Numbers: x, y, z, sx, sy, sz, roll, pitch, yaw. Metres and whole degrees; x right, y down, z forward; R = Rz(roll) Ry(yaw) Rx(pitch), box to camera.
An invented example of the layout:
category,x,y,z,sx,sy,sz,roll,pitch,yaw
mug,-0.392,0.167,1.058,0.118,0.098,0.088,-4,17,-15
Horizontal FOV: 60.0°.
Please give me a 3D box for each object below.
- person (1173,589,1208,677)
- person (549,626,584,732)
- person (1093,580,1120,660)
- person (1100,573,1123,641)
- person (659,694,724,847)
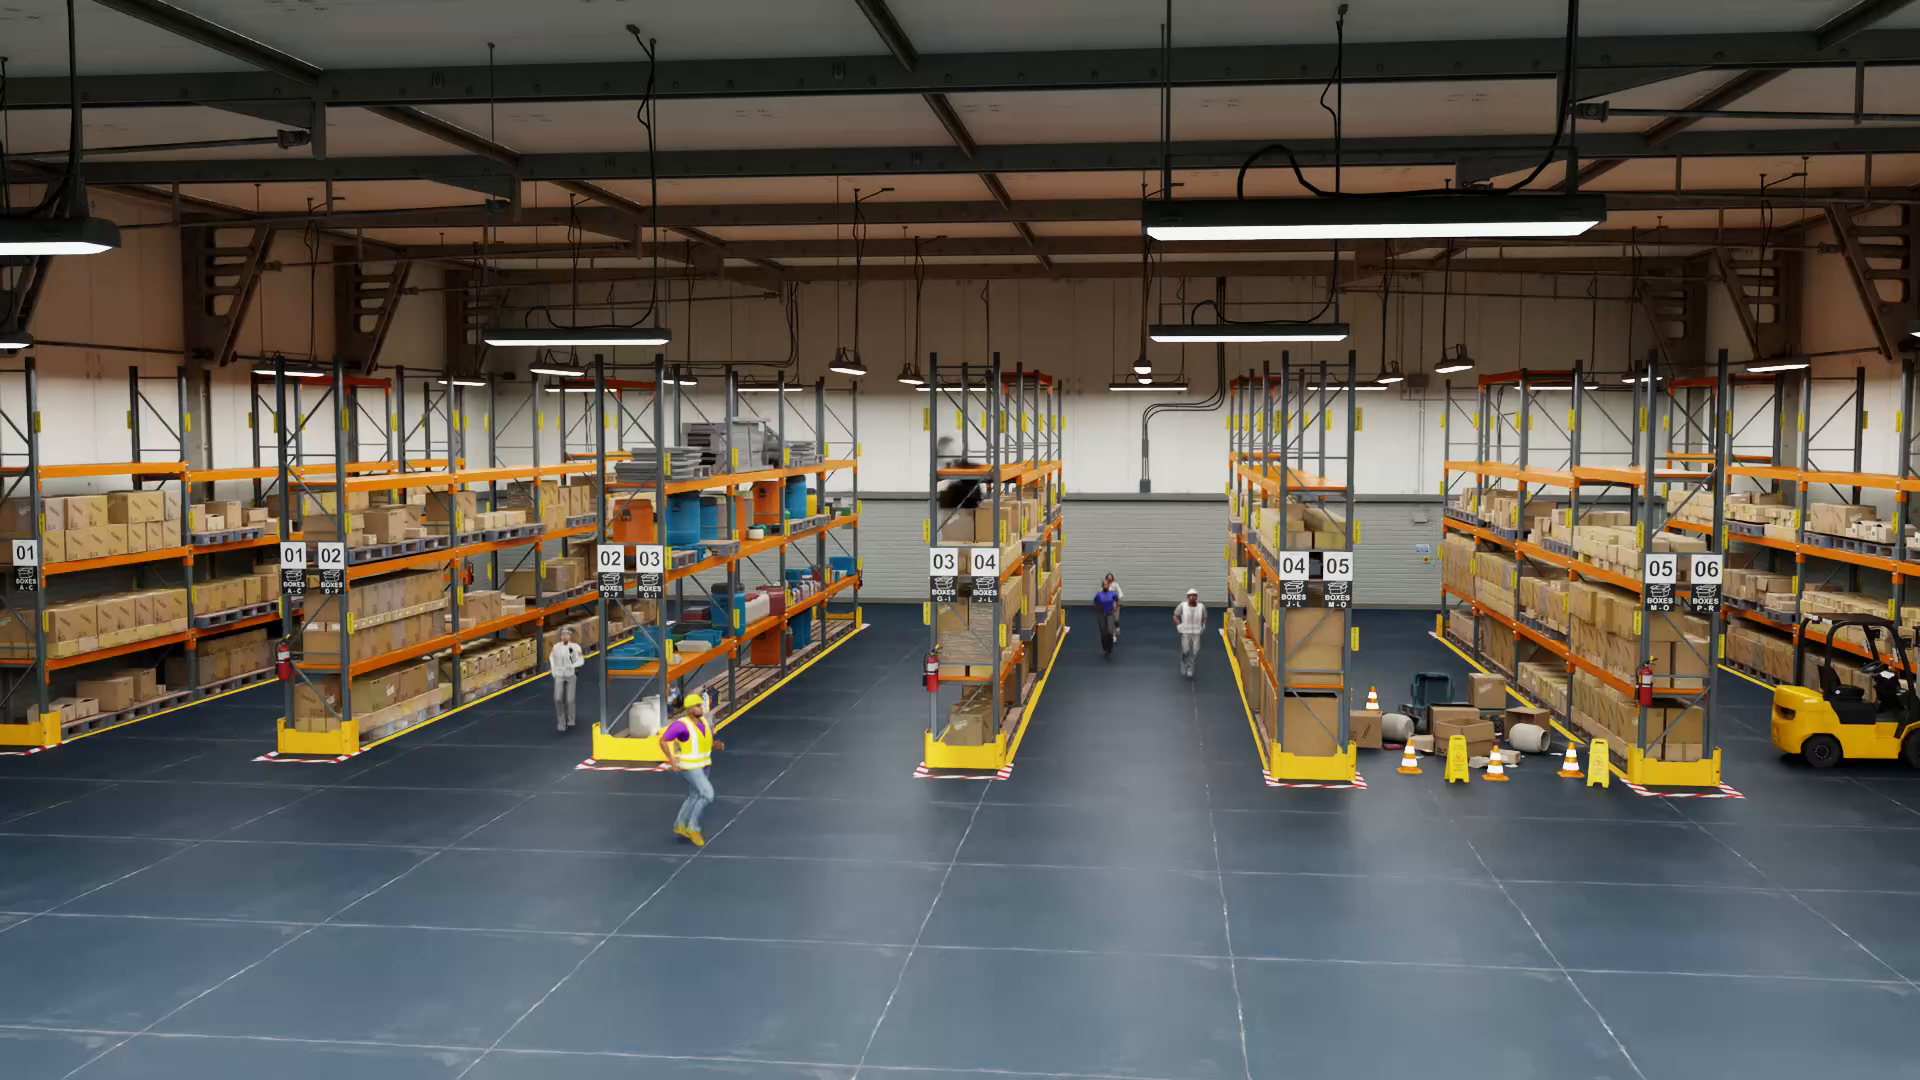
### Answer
category,x,y,z,sx,sy,sz,roll,pitch,yaw
person,4.529,1.823,32.513,0.657,1.734,0.572,0,4,-2
person,-6.417,2.265,27.058,0.603,1.756,0.610,0,4,-1
person,3.102,1.695,35.281,0.554,1.712,0.746,1,4,9
person,3.466,1.531,38.260,0.558,1.564,0.610,1,4,8
person,-3.132,2.728,19.759,0.728,1.801,0.670,2,4,25
